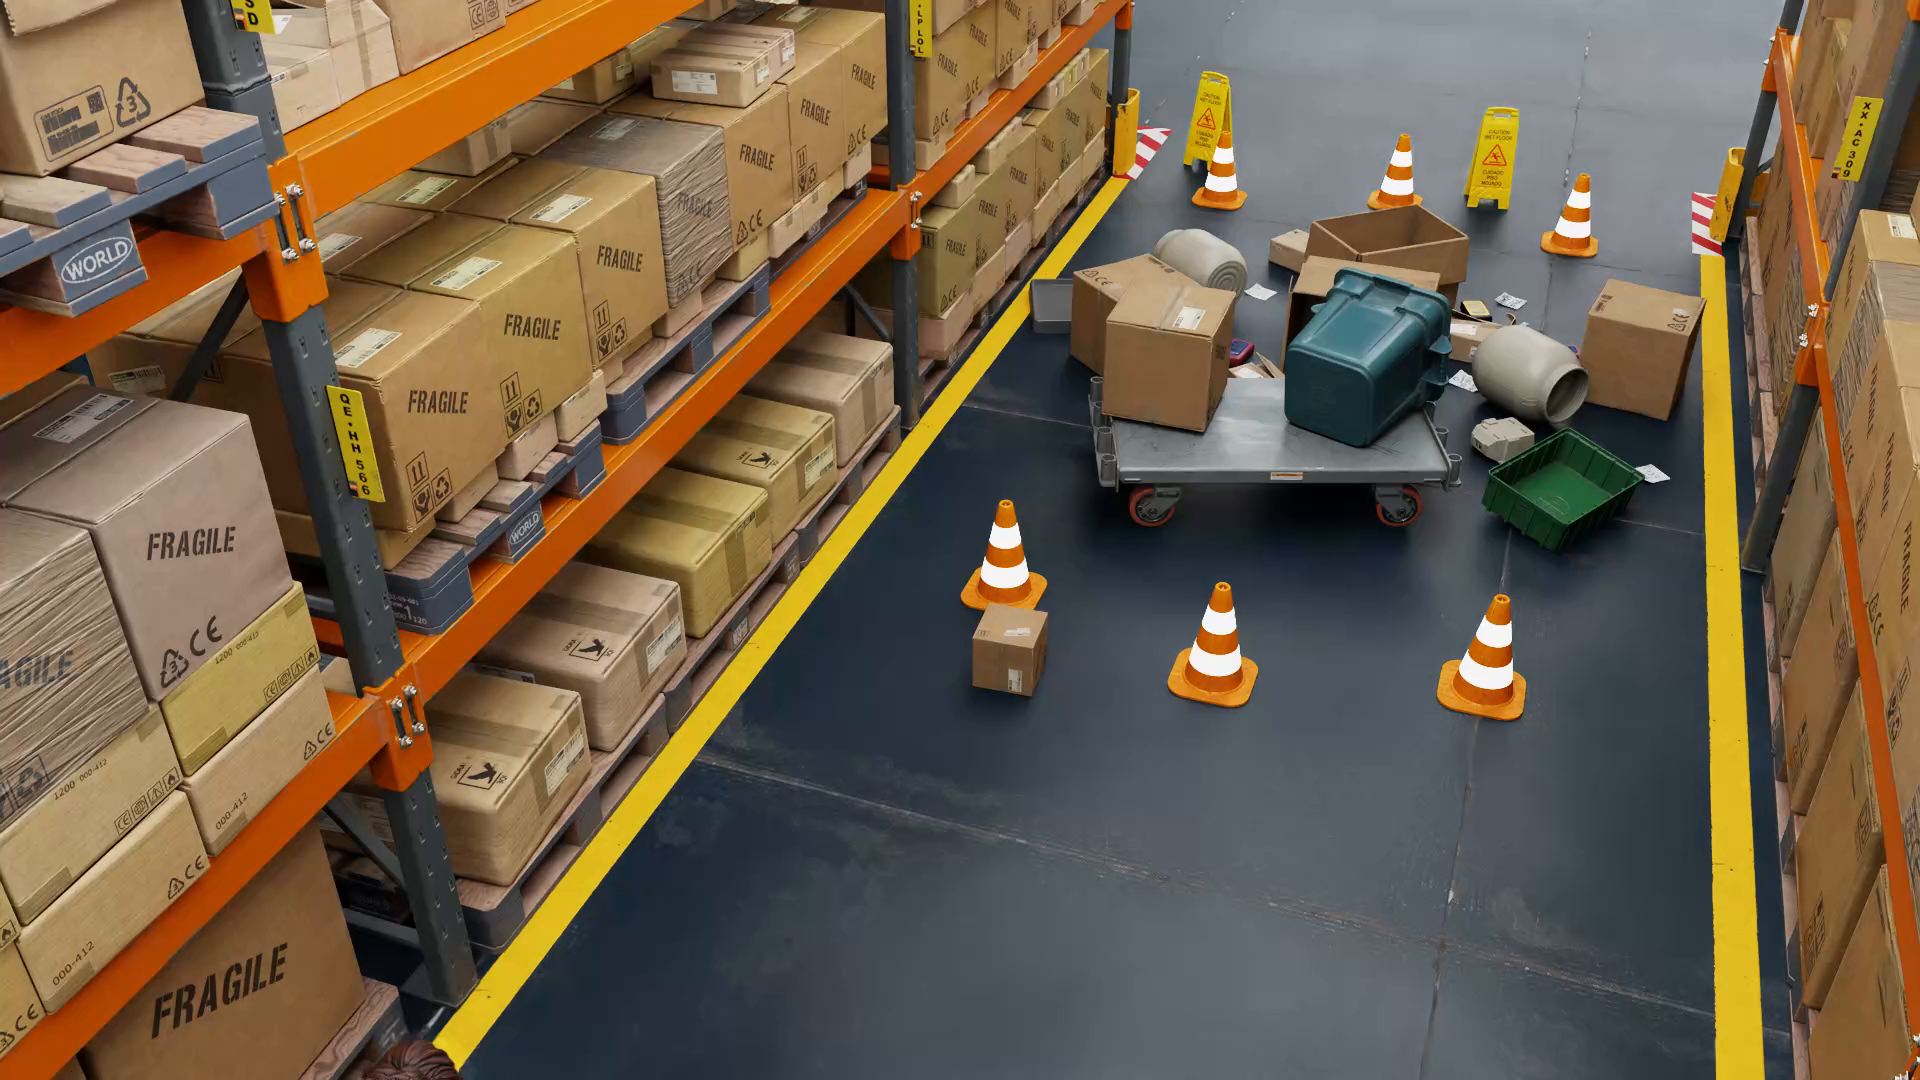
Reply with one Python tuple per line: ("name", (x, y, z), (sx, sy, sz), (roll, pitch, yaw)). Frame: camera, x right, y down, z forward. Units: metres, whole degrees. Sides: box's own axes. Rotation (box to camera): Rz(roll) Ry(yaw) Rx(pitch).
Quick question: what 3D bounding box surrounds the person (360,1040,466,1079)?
("person", (-1.123, 1.734, 3.494), (0.459, 1.616, 0.969), (13, 35, 19))
